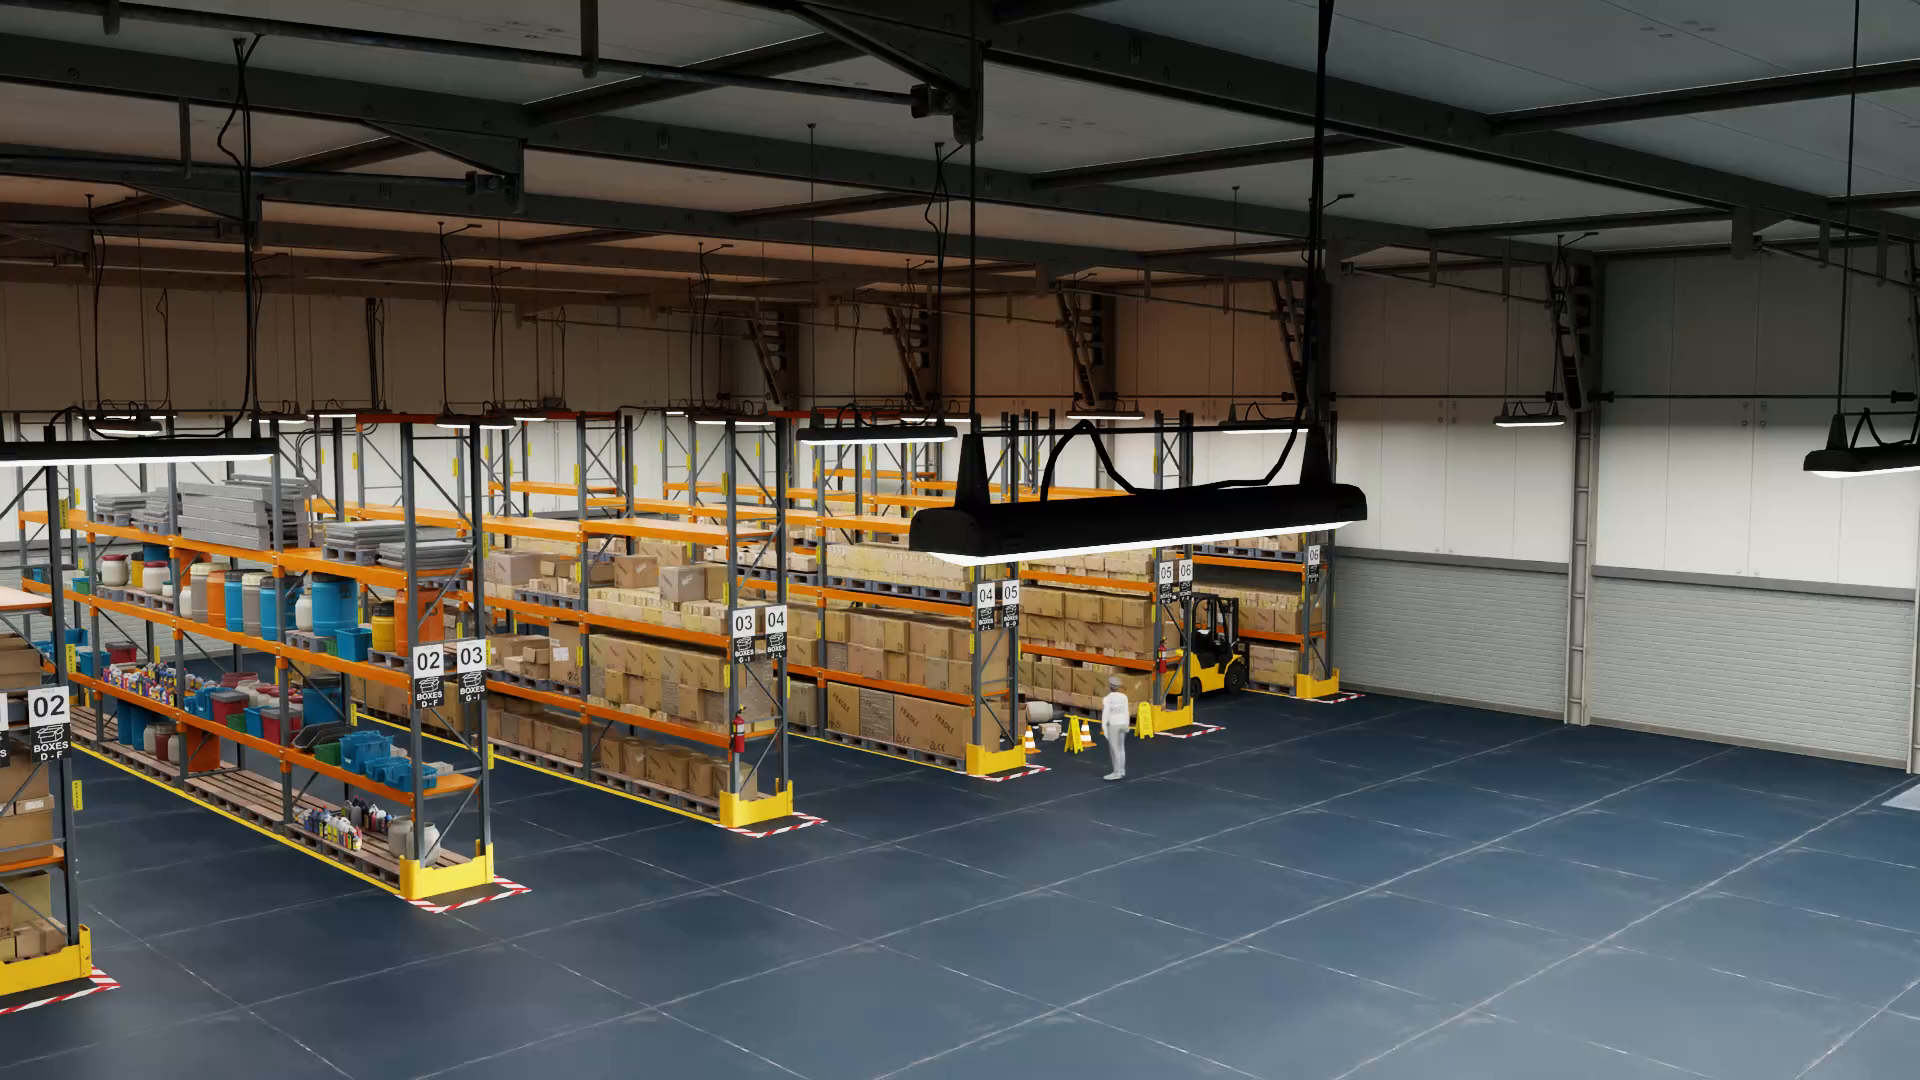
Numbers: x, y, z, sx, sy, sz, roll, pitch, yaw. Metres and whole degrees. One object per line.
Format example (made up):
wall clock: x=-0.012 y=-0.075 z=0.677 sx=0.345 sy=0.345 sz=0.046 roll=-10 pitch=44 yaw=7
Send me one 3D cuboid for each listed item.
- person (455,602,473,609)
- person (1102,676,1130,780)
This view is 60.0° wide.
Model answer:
person: x=-11.827 y=2.072 z=39.758 sx=0.546 sy=1.669 sz=0.455 roll=-3 pitch=6 yaw=-29
person: x=2.584 y=3.108 z=27.507 sx=0.548 sy=1.719 sz=0.391 roll=-3 pitch=6 yaw=-34
